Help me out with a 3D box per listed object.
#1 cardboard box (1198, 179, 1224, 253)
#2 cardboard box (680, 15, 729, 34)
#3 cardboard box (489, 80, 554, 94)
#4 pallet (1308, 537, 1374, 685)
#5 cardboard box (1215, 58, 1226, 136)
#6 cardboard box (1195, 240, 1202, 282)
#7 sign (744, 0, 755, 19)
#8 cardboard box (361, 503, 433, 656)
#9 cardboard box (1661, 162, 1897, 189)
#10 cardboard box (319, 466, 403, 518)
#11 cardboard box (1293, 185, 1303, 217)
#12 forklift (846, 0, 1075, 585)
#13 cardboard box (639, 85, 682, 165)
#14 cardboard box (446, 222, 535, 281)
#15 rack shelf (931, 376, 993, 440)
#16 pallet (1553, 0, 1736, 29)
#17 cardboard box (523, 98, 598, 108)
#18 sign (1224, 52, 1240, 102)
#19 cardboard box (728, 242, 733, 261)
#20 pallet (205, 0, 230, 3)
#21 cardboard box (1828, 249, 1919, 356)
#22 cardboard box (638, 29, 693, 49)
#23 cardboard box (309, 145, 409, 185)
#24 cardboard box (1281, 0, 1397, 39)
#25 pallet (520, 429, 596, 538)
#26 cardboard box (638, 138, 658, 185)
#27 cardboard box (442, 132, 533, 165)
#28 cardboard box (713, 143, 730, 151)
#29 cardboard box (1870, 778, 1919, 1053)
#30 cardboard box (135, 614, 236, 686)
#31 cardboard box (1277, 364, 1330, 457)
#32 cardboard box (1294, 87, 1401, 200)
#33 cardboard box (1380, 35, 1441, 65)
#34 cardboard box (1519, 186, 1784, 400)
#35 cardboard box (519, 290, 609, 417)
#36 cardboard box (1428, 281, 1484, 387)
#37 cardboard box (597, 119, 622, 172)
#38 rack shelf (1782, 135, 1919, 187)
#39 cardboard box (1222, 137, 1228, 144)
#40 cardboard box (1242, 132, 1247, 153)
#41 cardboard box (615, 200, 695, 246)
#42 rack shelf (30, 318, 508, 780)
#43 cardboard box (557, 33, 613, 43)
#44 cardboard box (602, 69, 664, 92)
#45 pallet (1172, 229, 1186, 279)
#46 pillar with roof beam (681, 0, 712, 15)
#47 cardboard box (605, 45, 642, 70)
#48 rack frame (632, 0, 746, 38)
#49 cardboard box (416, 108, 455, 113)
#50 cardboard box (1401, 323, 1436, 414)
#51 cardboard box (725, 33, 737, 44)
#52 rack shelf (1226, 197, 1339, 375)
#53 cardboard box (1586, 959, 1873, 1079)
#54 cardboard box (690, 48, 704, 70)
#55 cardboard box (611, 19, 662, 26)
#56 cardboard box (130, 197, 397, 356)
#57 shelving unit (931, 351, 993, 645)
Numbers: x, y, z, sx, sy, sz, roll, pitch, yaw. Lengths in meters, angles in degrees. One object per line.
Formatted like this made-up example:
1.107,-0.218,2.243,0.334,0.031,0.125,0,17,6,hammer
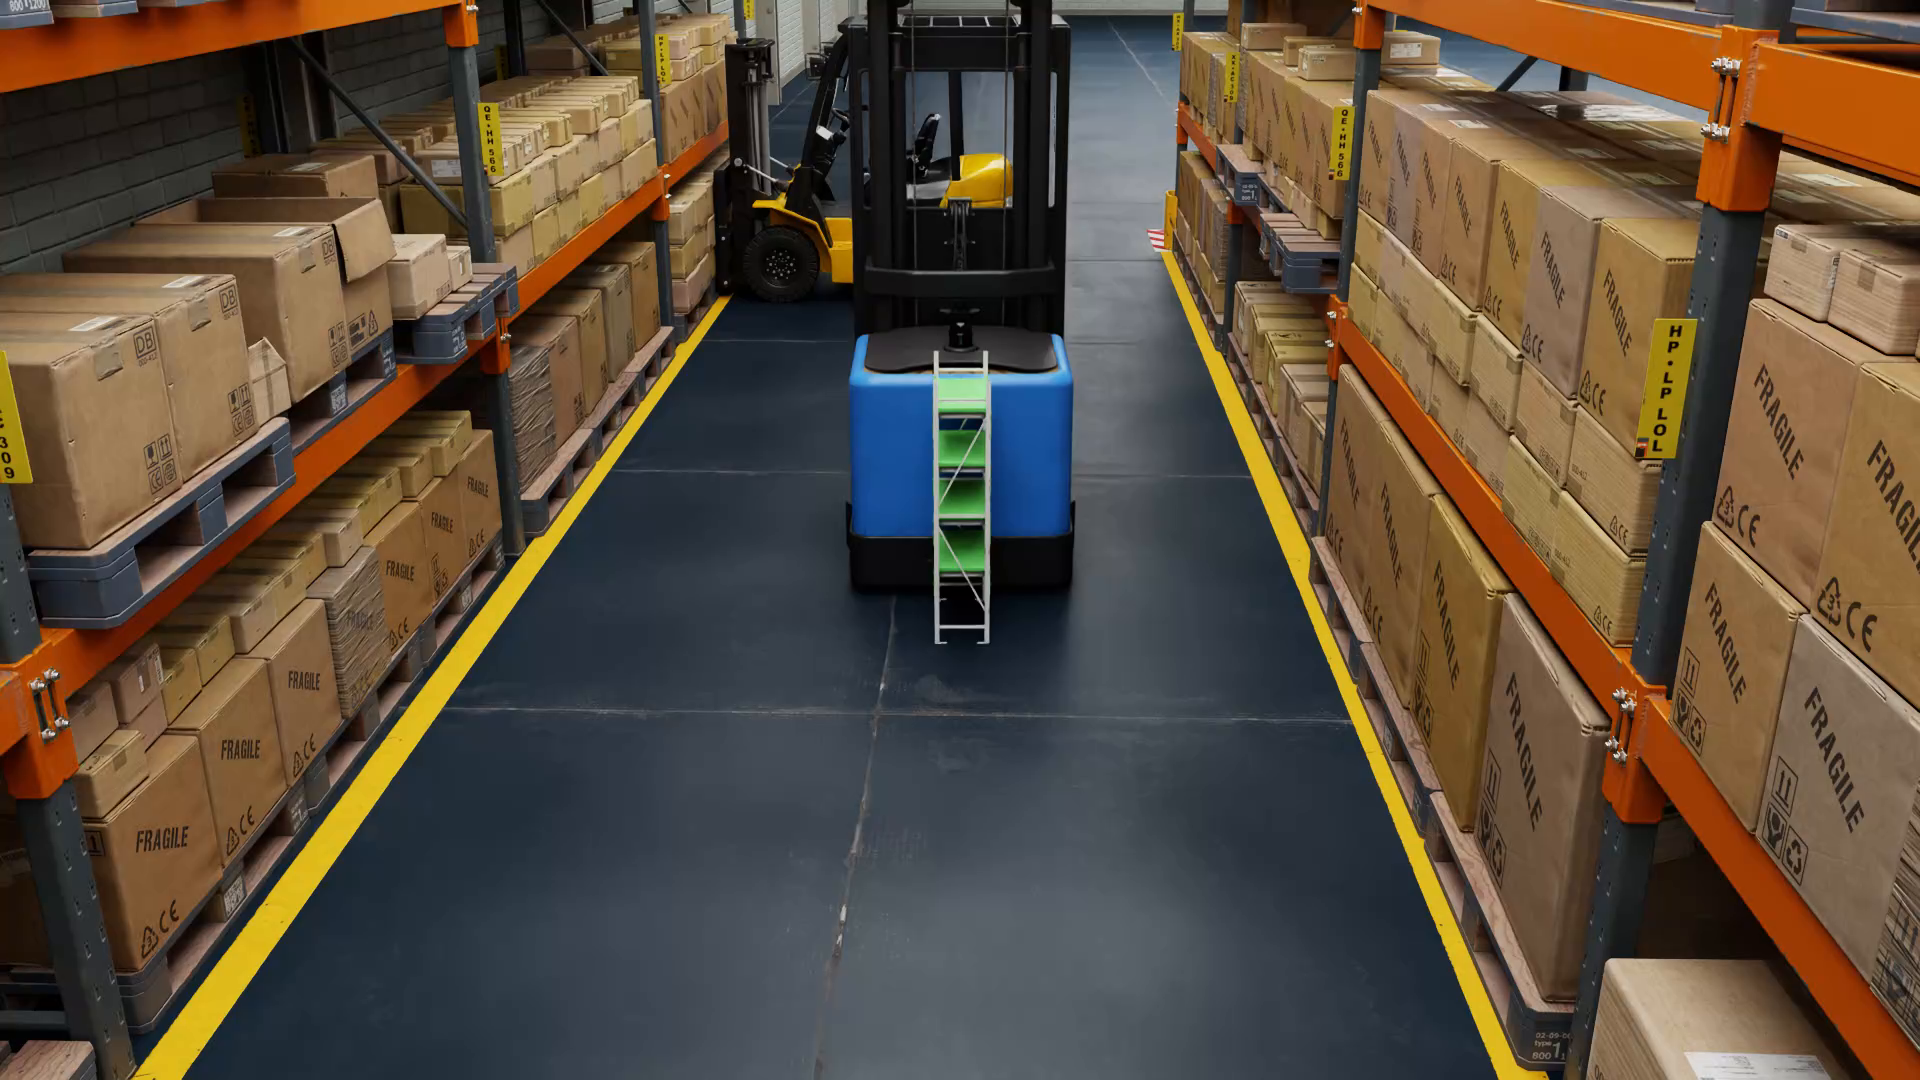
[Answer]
2.166,-2.577,13.207,0.500,0.500,0.500,2,21,4,cardboard box
-2.228,-4.494,14.518,0.380,0.149,0.250,1,21,2,cardboard box
-2.859,-2.909,10.845,0.380,0.149,0.250,0,21,0,cardboard box
2.167,0.302,7.458,1.003,0.211,1.213,1,21,2,pallet
2.162,-3.263,12.242,0.500,0.500,0.500,1,21,3,cardboard box
2.164,-2.235,13.363,0.500,0.250,0.500,1,21,2,cardboard box
-1.910,-4.867,14.997,0.100,0.325,0.005,1,21,2,sign
-2.532,0.160,6.845,0.500,0.500,0.500,2,21,4,cardboard box
2.451,-0.870,5.103,0.500,0.500,0.500,0,21,0,cardboard box
-2.540,-0.198,6.870,0.380,0.149,0.250,1,21,3,cardboard box
1.956,-1.762,8.690,0.380,0.149,0.250,0,21,-1,cardboard box
-0.007,-1.637,8.696,1.130,2.935,3.031,0,21,-1,forklift
-2.299,-2.985,11.938,0.500,0.500,0.500,0,21,0,cardboard box
-2.437,-1.423,8.257,0.500,0.250,0.500,1,21,2,cardboard box
0.007,-0.576,7.205,0.258,0.148,0.480,0,21,-1,rack shelf
2.124,-1.477,4.306,0.805,0.209,1.217,0,21,-1,pallet
-2.371,-2.542,9.899,0.380,0.149,0.250,1,21,2,cardboard box
1.846,-3.135,11.265,0.100,0.325,0.005,1,21,2,sign
-2.192,-2.420,13.839,0.500,0.250,0.500,1,21,3,cardboard box
-2.698,-1.810,5.159,1.213,0.211,1.003,1,21,2,pallet
1.884,-0.447,3.116,0.380,0.149,0.250,1,21,2,cardboard box
-2.317,-3.938,13.085,0.380,0.149,0.250,1,21,2,cardboard box
-2.887,-1.804,7.996,0.380,0.149,0.250,1,21,3,cardboard box
2.618,-3.536,11.564,0.700,0.500,0.500,0,21,1,cardboard box
-2.631,-0.332,9.093,1.003,0.211,1.213,1,21,2,pallet
-2.327,-2.526,11.100,0.500,0.250,0.500,1,21,3,cardboard box
-2.402,-1.986,8.465,0.380,0.149,0.250,1,21,3,cardboard box
-2.154,-3.438,15.080,0.500,0.250,0.500,1,21,3,cardboard box
1.828,0.646,2.578,0.500,0.500,0.500,1,21,2,cardboard box
-2.617,0.358,5.437,0.380,0.149,0.250,0,21,1,cardboard box
2.308,-0.724,9.299,0.950,0.372,0.625,0,21,1,cardboard box
2.007,-2.017,8.451,0.500,0.500,0.500,0,21,1,cardboard box
2.607,-2.893,9.813,0.380,0.149,0.250,0,21,-1,cardboard box
1.916,-0.700,4.665,0.500,0.500,0.500,1,21,3,cardboard box
-2.630,-1.129,9.994,0.875,0.625,0.625,0,21,-1,cardboard box
1.931,-0.714,5.739,0.500,0.250,0.500,1,21,3,cardboard box
-2.362,-2.393,10.066,0.500,0.250,0.500,1,21,3,cardboard box
7.400,-3.098,13.361,1.077,0.370,4.000,1,21,2,rack shelf
2.094,-2.821,11.999,0.380,0.149,0.250,1,21,3,cardboard box
2.056,-2.610,10.876,0.380,0.149,0.250,1,21,2,cardboard box
-2.245,-2.333,12.233,0.500,0.250,0.500,0,21,1,cardboard box
-2.756,-0.277,6.089,1.077,0.370,4.000,1,21,2,rack shelf
-2.849,-3.759,12.623,0.380,0.149,0.250,0,21,1,cardboard box
-2.301,-3.243,11.704,0.380,0.149,0.250,0,21,1,cardboard box
2.448,-2.553,14.818,1.003,0.211,1.213,1,21,2,pallet
1.112,-8.905,19.038,9.100,9.000,0.400,1,21,2,pillar with roof beam
-2.267,-3.381,11.650,0.380,0.149,0.250,1,21,3,cardboard box
-2.452,-4.228,15.278,1.000,3.000,0.127,1,21,2,rack frame
-2.860,-2.359,9.428,0.380,0.149,0.250,1,21,3,cardboard box
1.981,-0.662,6.296,0.500,0.250,0.500,1,21,3,cardboard box
-2.160,-4.355,14.572,0.380,0.149,0.250,1,21,2,cardboard box
2.327,-1.670,9.680,1.077,0.370,4.000,1,21,2,rack shelf
2.019,1.389,3.764,0.875,0.438,0.875,0,21,1,cardboard box
-2.234,-3.802,13.145,0.380,0.149,0.250,0,21,1,cardboard box
-2.733,-4.317,14.062,0.380,0.149,0.250,1,21,2,cardboard box
-2.560,-0.987,6.202,0.797,0.503,0.637,0,21,0,cardboard box
0.007,-0.188,7.355,0.258,1.200,0.503,0,21,-1,shelving unit
